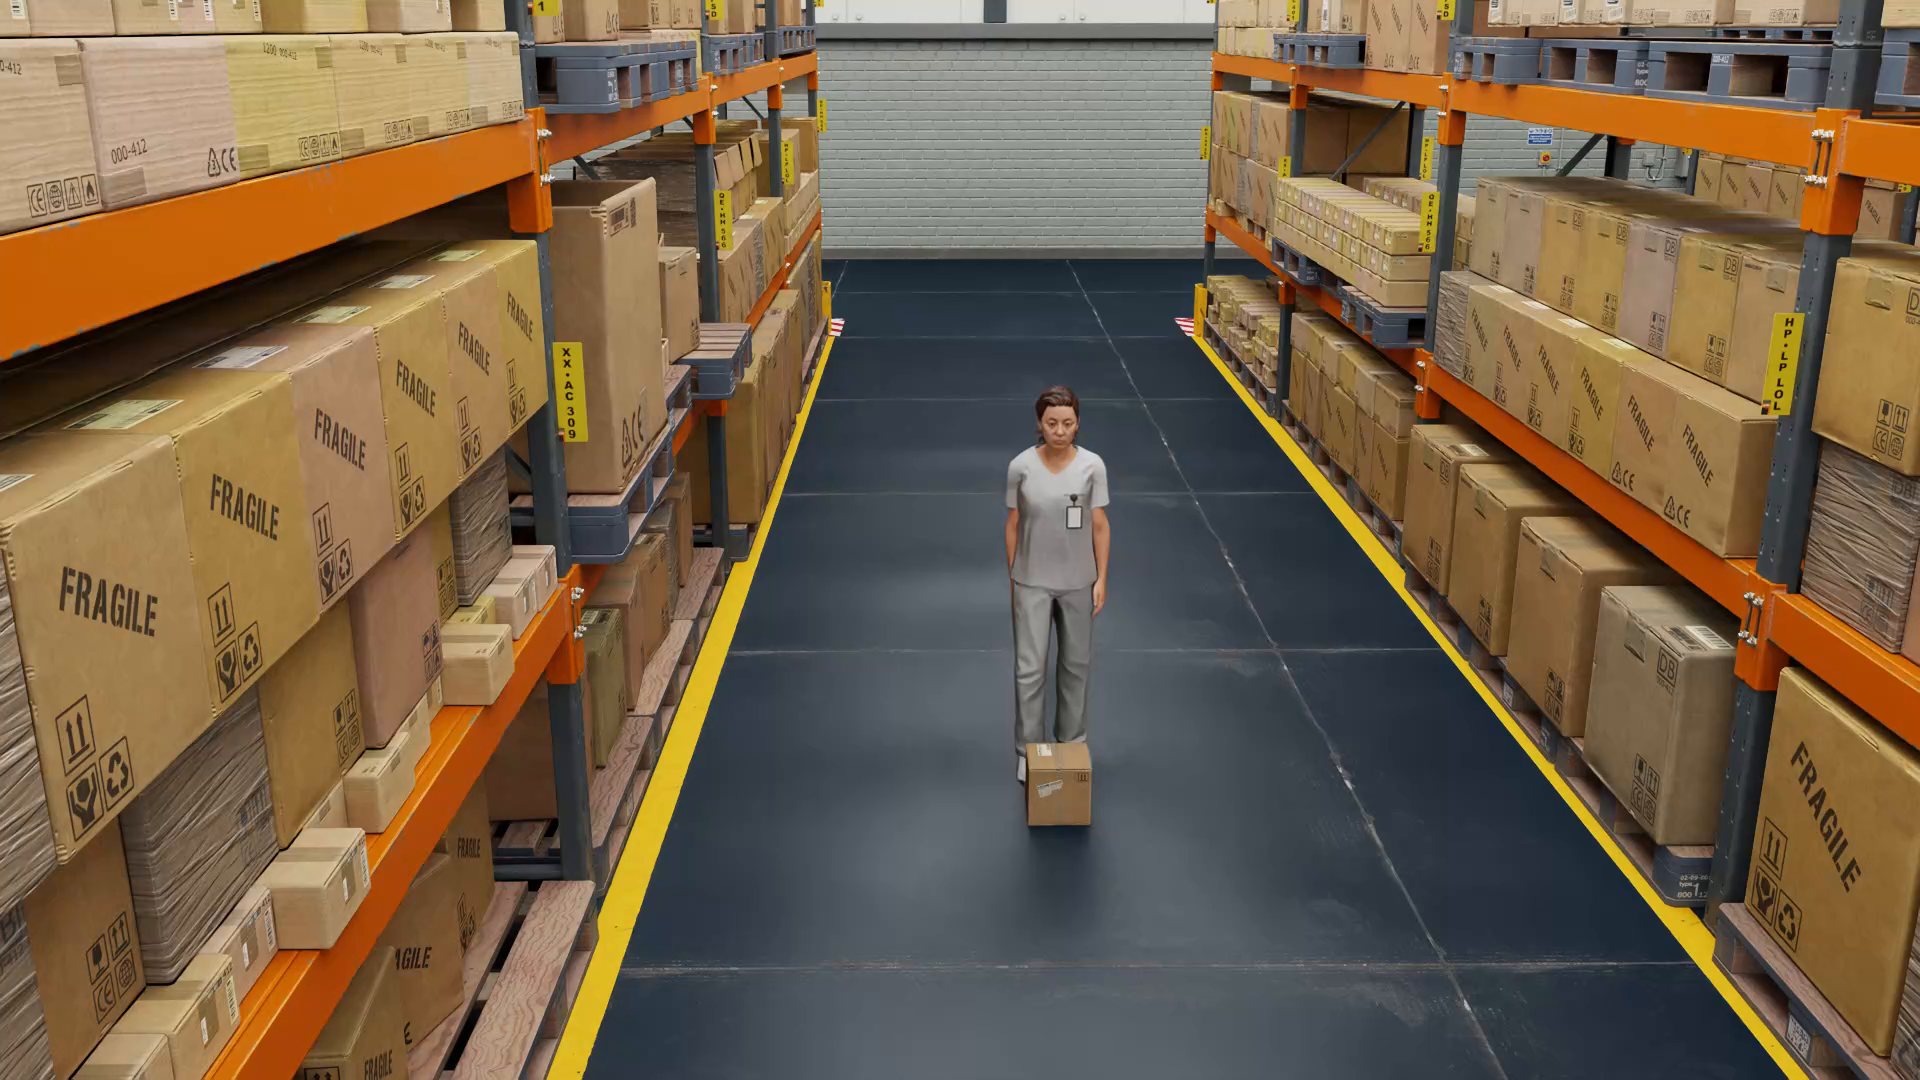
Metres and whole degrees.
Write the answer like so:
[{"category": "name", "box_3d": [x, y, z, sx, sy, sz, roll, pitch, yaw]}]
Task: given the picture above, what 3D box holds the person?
[{"category": "person", "box_3d": [0.402, 0.189, 6.967, 0.442, 1.683, 0.417, 0, 17, 1]}]
